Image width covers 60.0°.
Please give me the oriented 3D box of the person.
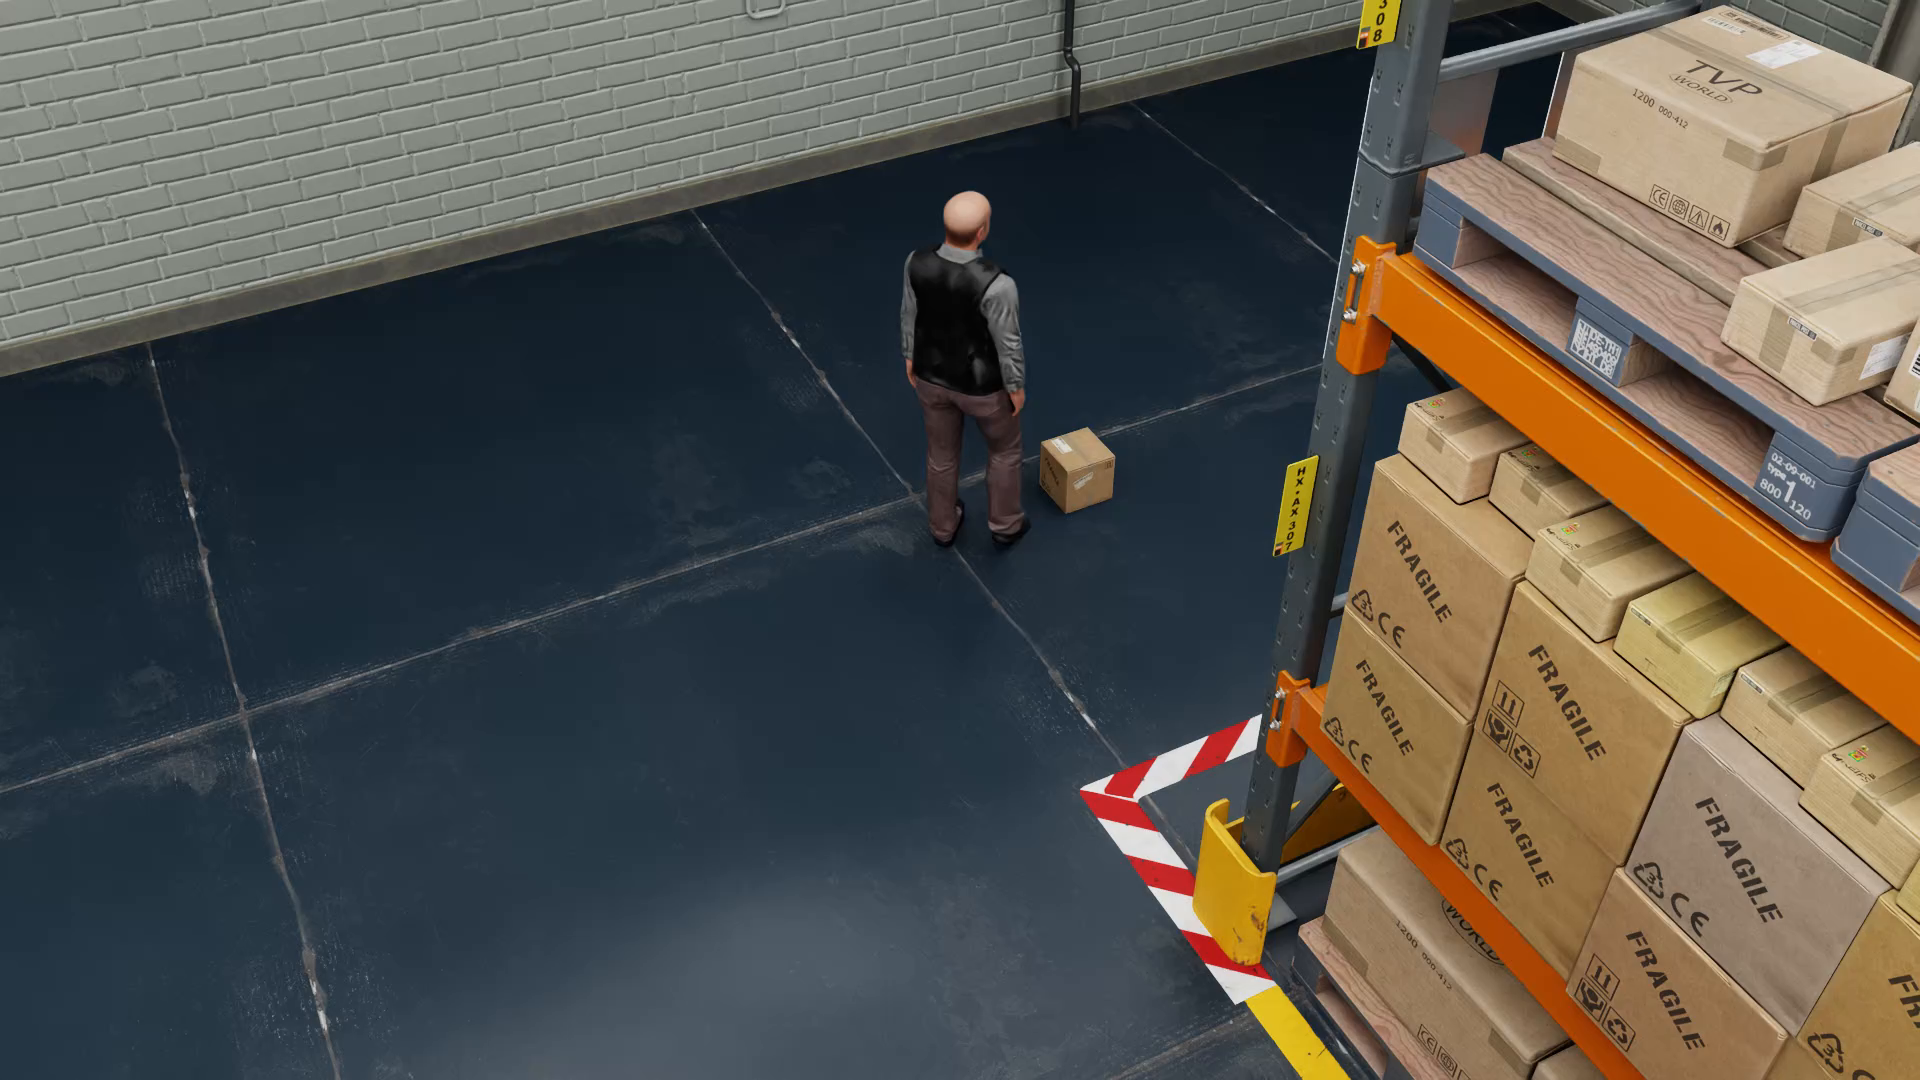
[{"bbox_3d":[0.032,-0.681,6.994,0.572,1.784,0.435,18,44,20],"label":"person"}]
